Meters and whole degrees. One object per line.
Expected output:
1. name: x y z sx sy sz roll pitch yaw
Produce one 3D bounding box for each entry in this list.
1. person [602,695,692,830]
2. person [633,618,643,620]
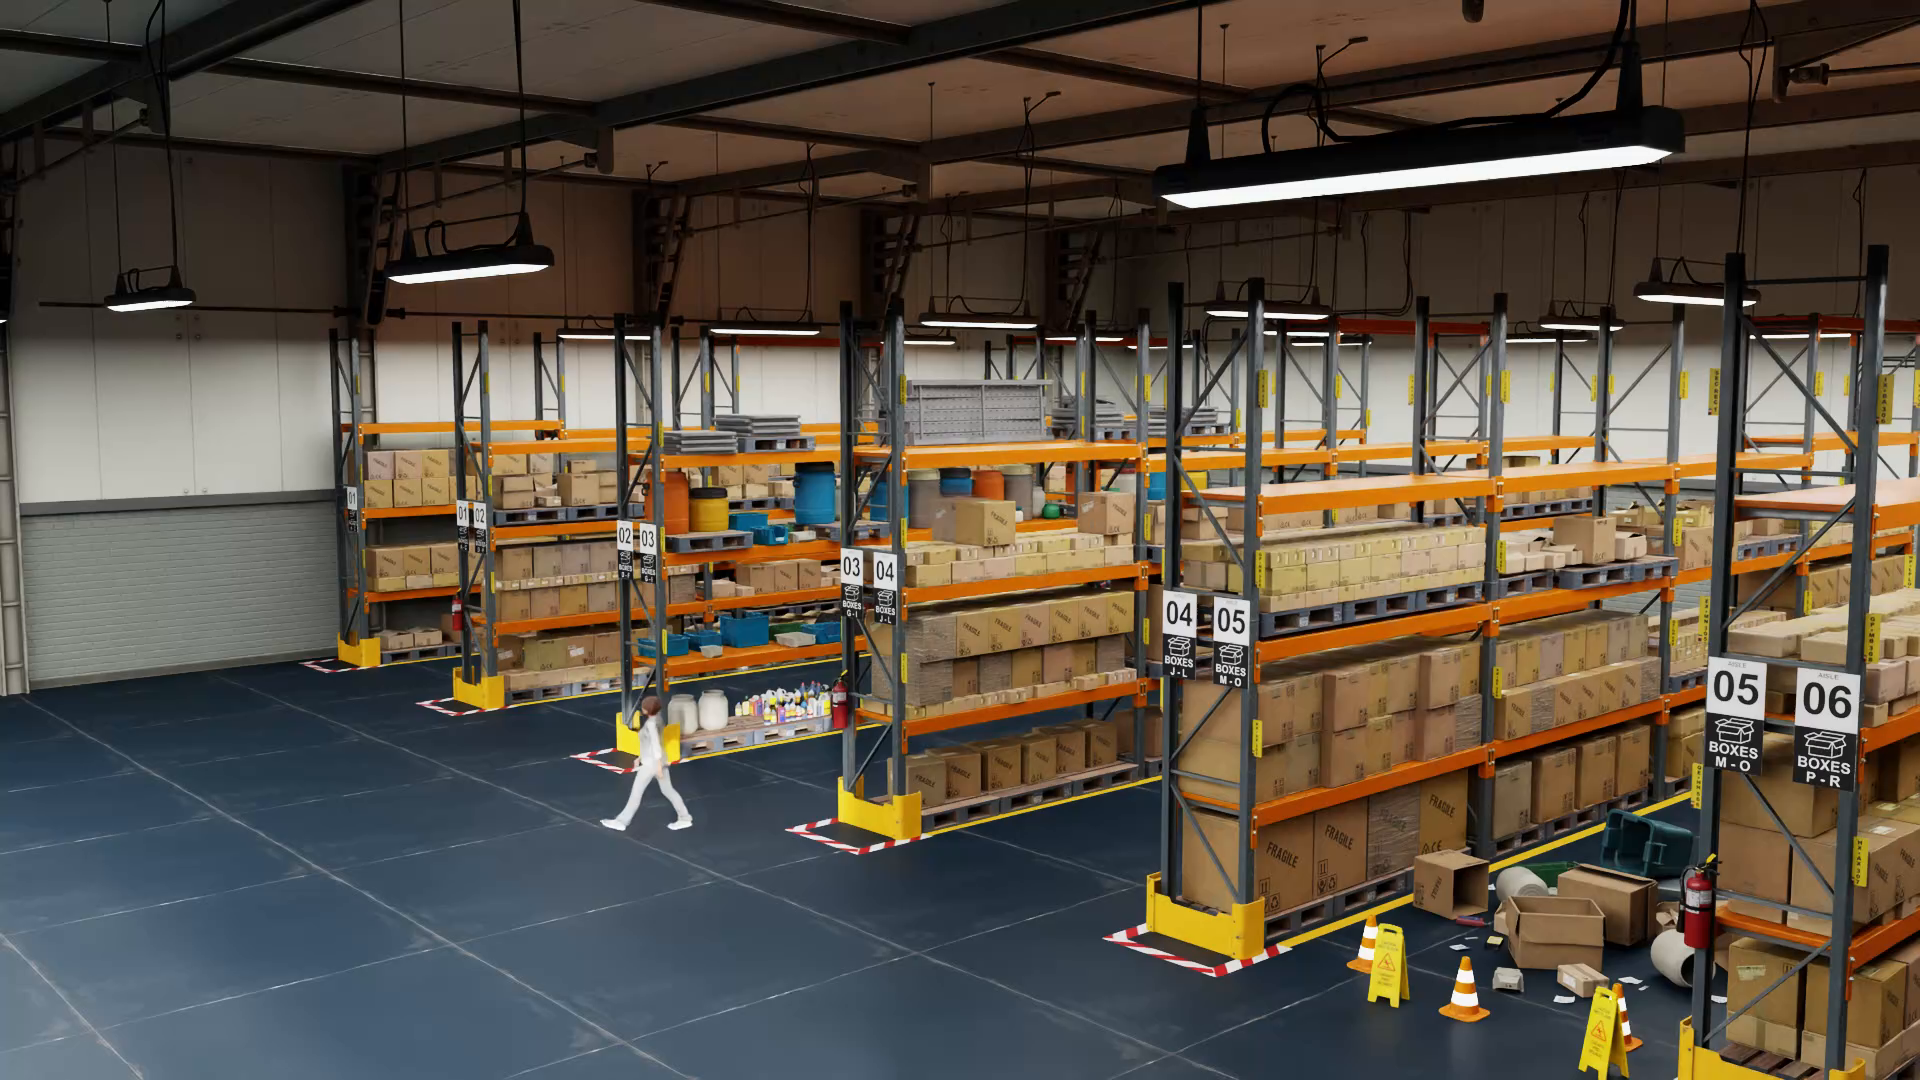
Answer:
1. person: -3.533 2.530 18.844 0.965 1.524 0.465 1 6 10
2. person: -6.042 1.275 30.883 0.567 1.621 1.015 4 7 38
